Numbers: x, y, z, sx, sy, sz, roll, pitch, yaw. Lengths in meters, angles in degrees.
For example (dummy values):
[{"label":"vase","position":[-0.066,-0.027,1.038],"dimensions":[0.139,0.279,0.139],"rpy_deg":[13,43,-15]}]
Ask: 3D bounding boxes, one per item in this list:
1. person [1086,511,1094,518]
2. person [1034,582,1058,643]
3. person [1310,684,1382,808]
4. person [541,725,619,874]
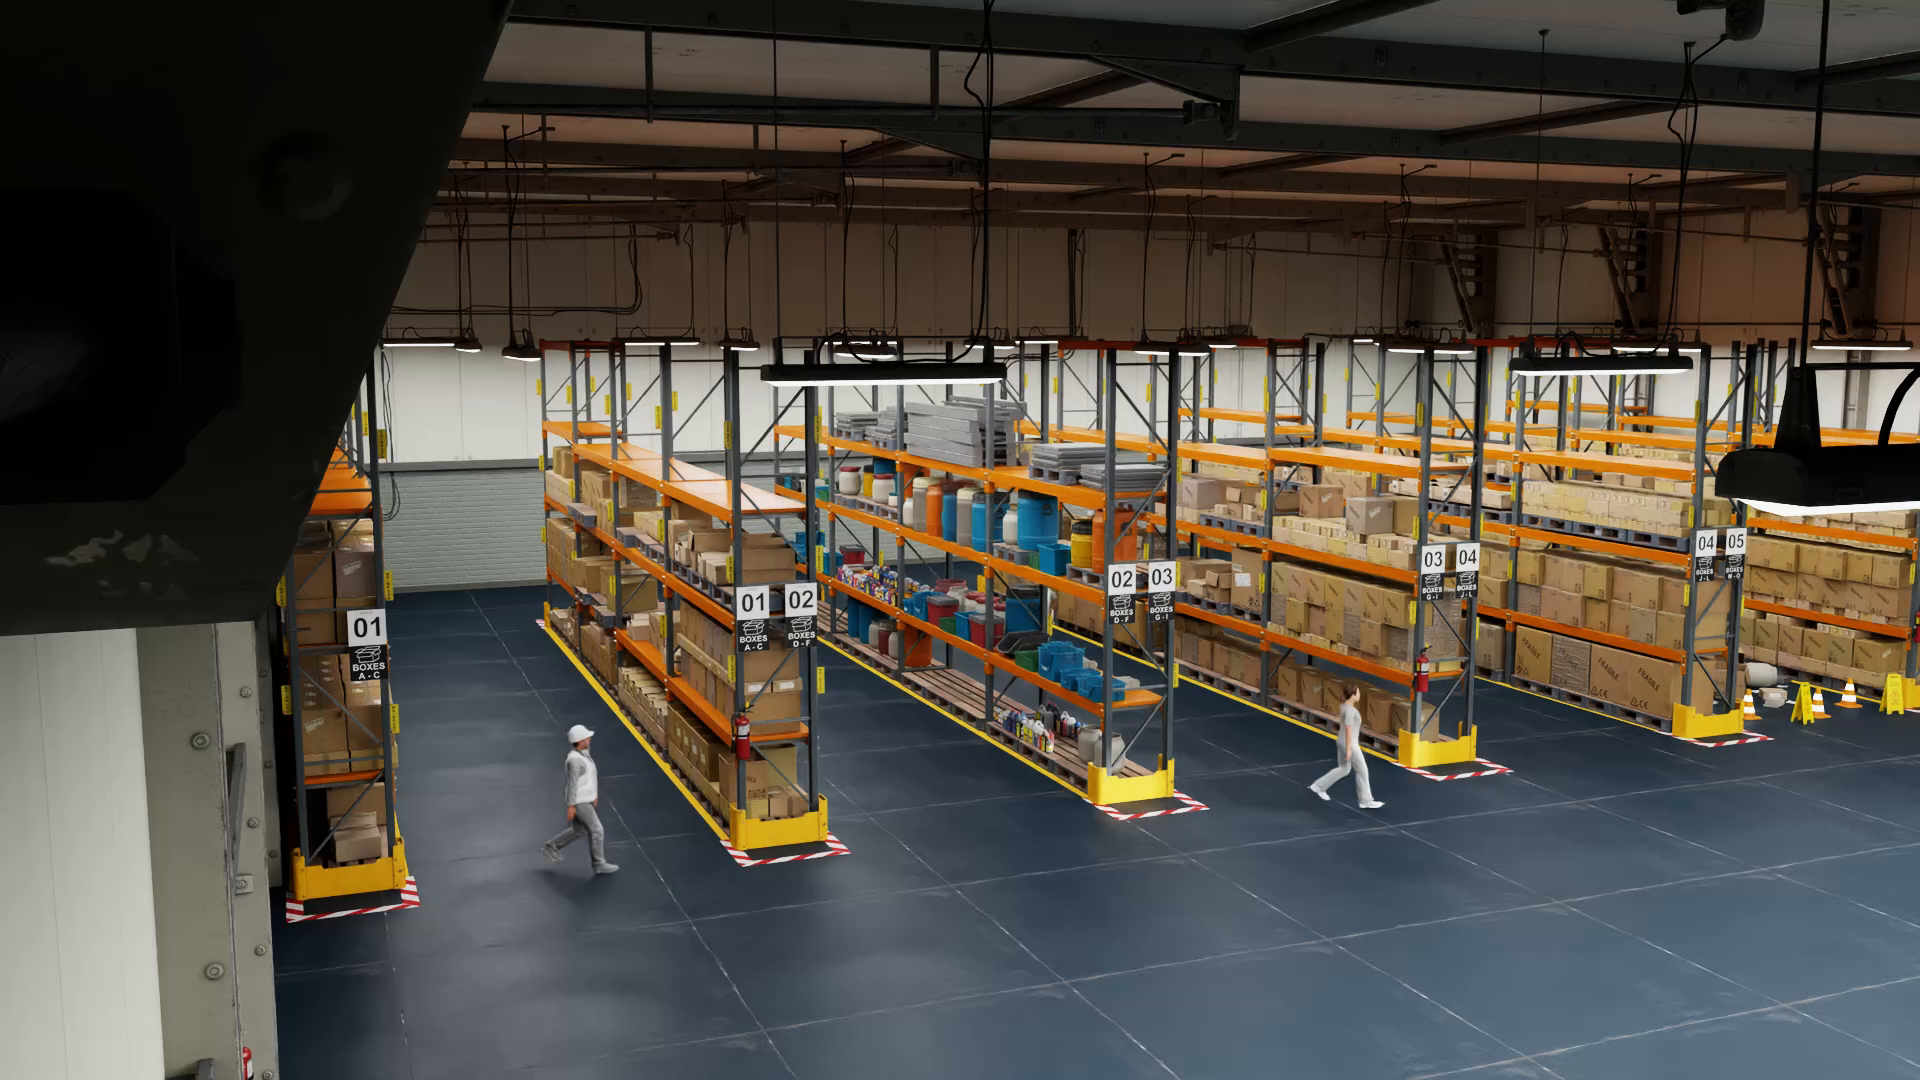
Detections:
[{"label":"person","position":[3.338,0.062,41.961],"dimensions":[0.962,1.620,0.484],"rpy_deg":[-3,8,-21]},{"label":"person","position":[1.450,1.429,30.573],"dimensions":[0.724,1.630,0.630],"rpy_deg":[-1,8,-11]},{"label":"person","position":[5.074,2.685,21.821],"dimensions":[0.922,1.635,0.479],"rpy_deg":[0,7,1]},{"label":"person","position":[-4.406,2.981,19.169],"dimensions":[0.944,1.744,0.574],"rpy_deg":[0,7,3]}]
